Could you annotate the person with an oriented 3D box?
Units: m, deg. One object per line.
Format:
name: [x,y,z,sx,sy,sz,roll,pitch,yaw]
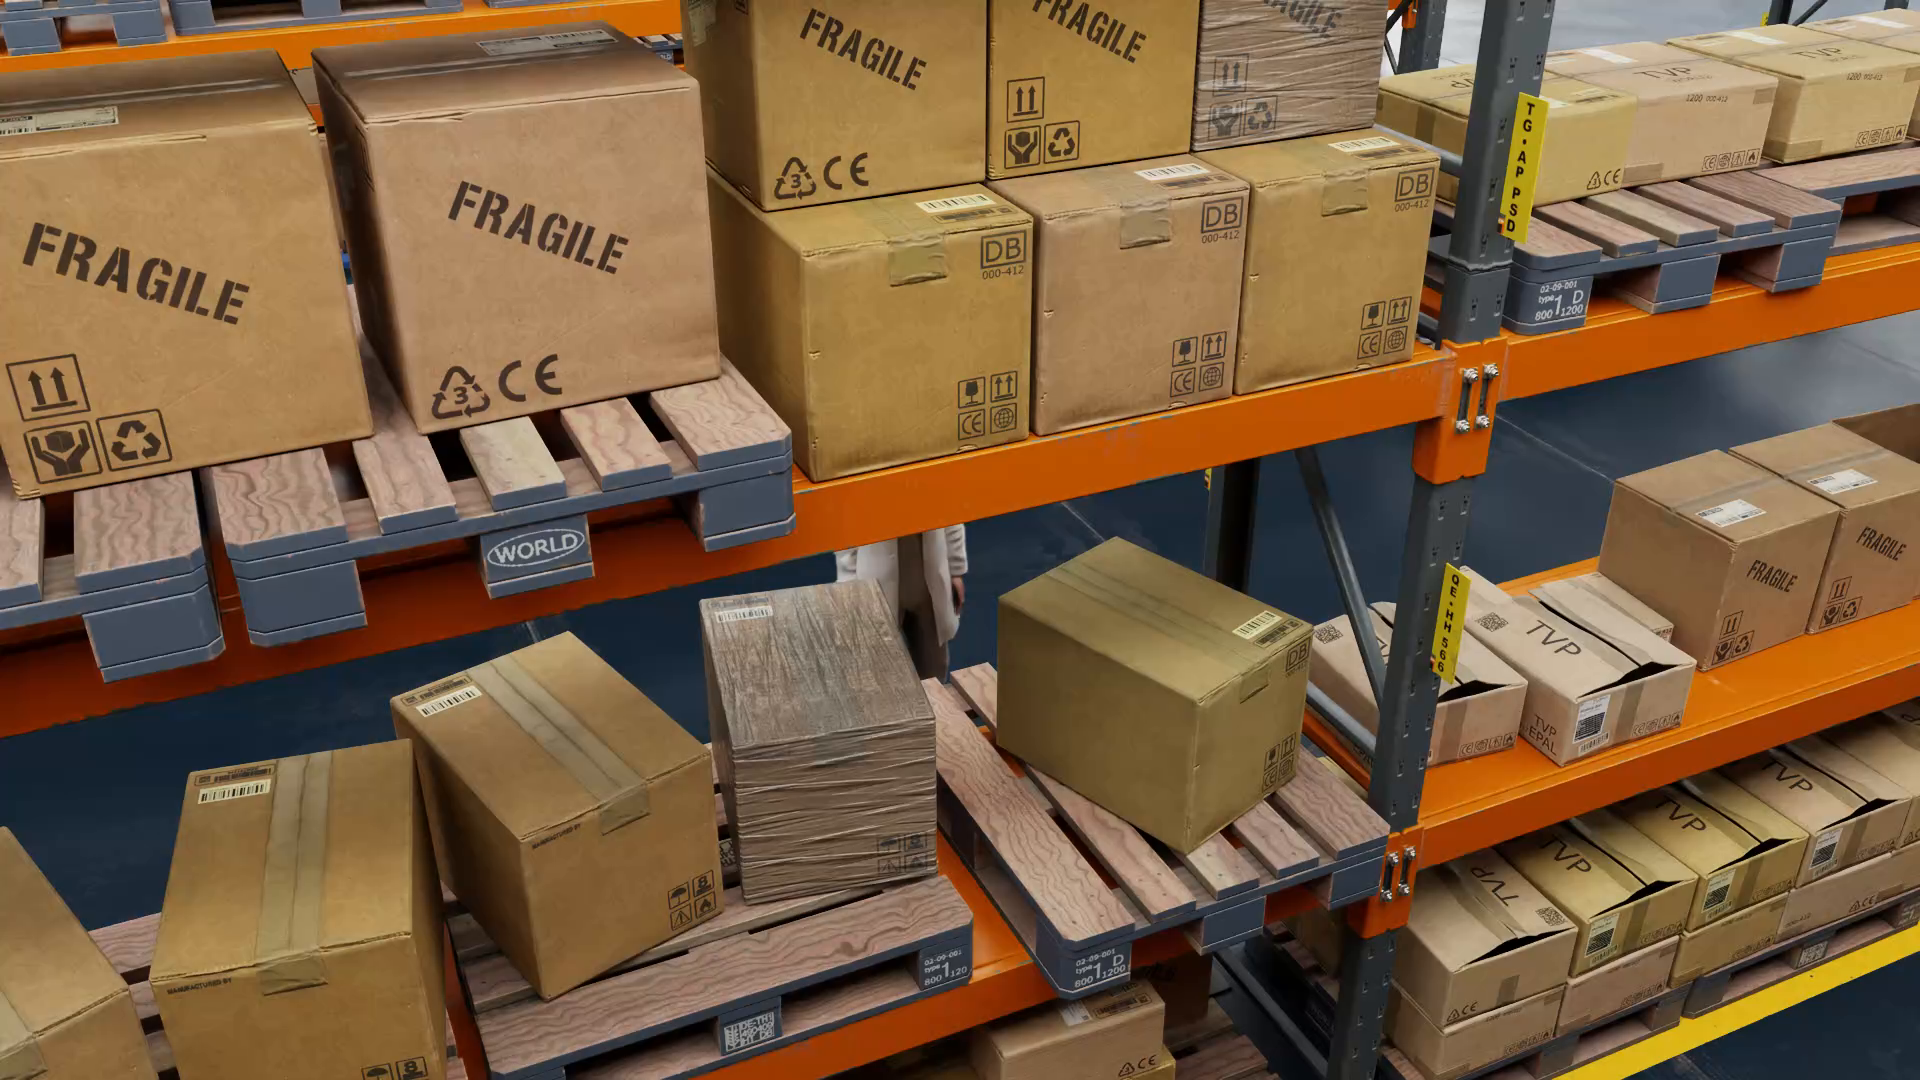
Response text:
person: [-0.227,0.194,6.801,0.562,1.773,0.380,-12,31,-21]
